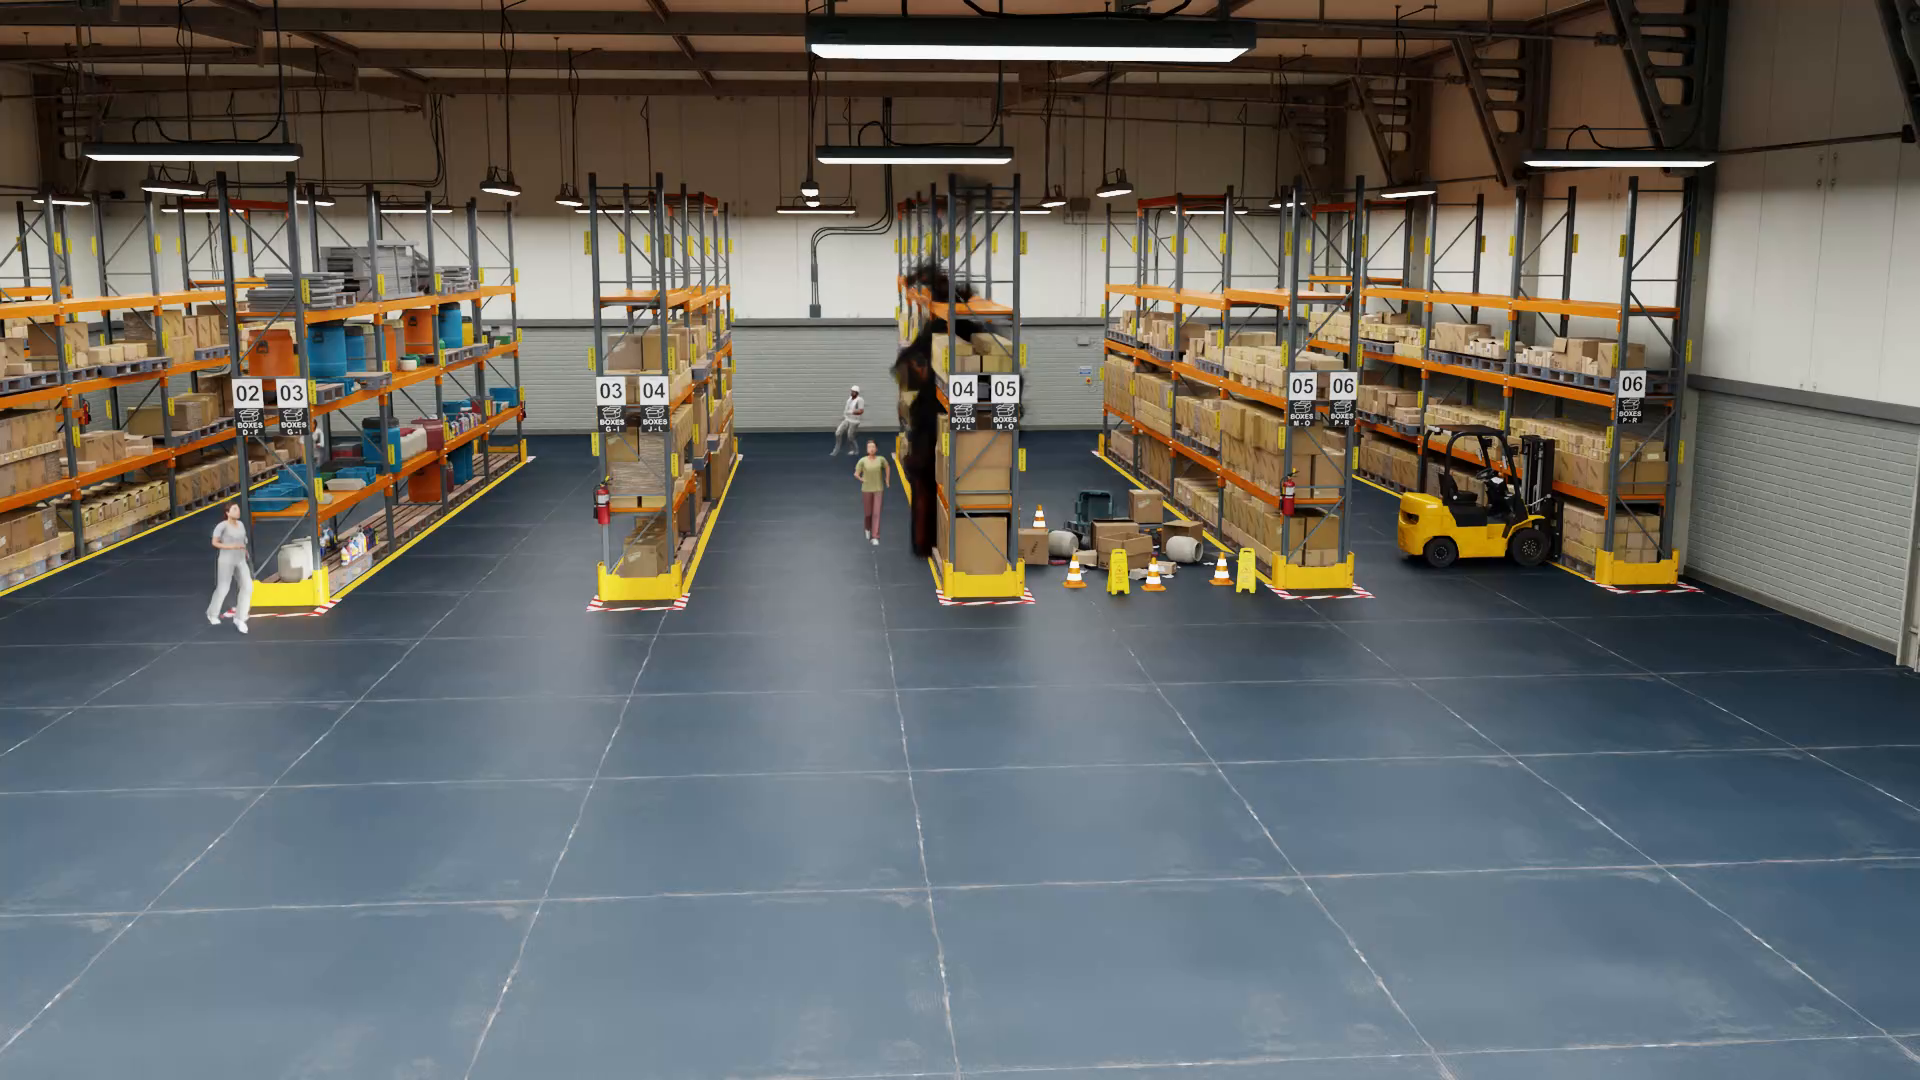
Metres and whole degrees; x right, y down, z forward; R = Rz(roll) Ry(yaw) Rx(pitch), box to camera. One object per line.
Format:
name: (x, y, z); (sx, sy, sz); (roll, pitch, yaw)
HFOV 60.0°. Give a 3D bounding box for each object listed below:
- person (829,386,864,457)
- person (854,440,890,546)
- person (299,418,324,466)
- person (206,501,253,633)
person: (-2.673, -2.839, 39.946); (0.728, 1.715, 0.766); (-9, 13, -41)
person: (-1.385, -0.774, 26.614); (0.592, 1.639, 0.884); (-1, 10, -7)
person: (-13.079, -1.679, 33.605); (0.505, 1.594, 0.667); (-3, 10, -16)
person: (-9.619, 0.338, 21.984); (0.784, 1.677, 0.592); (6, 12, 31)
